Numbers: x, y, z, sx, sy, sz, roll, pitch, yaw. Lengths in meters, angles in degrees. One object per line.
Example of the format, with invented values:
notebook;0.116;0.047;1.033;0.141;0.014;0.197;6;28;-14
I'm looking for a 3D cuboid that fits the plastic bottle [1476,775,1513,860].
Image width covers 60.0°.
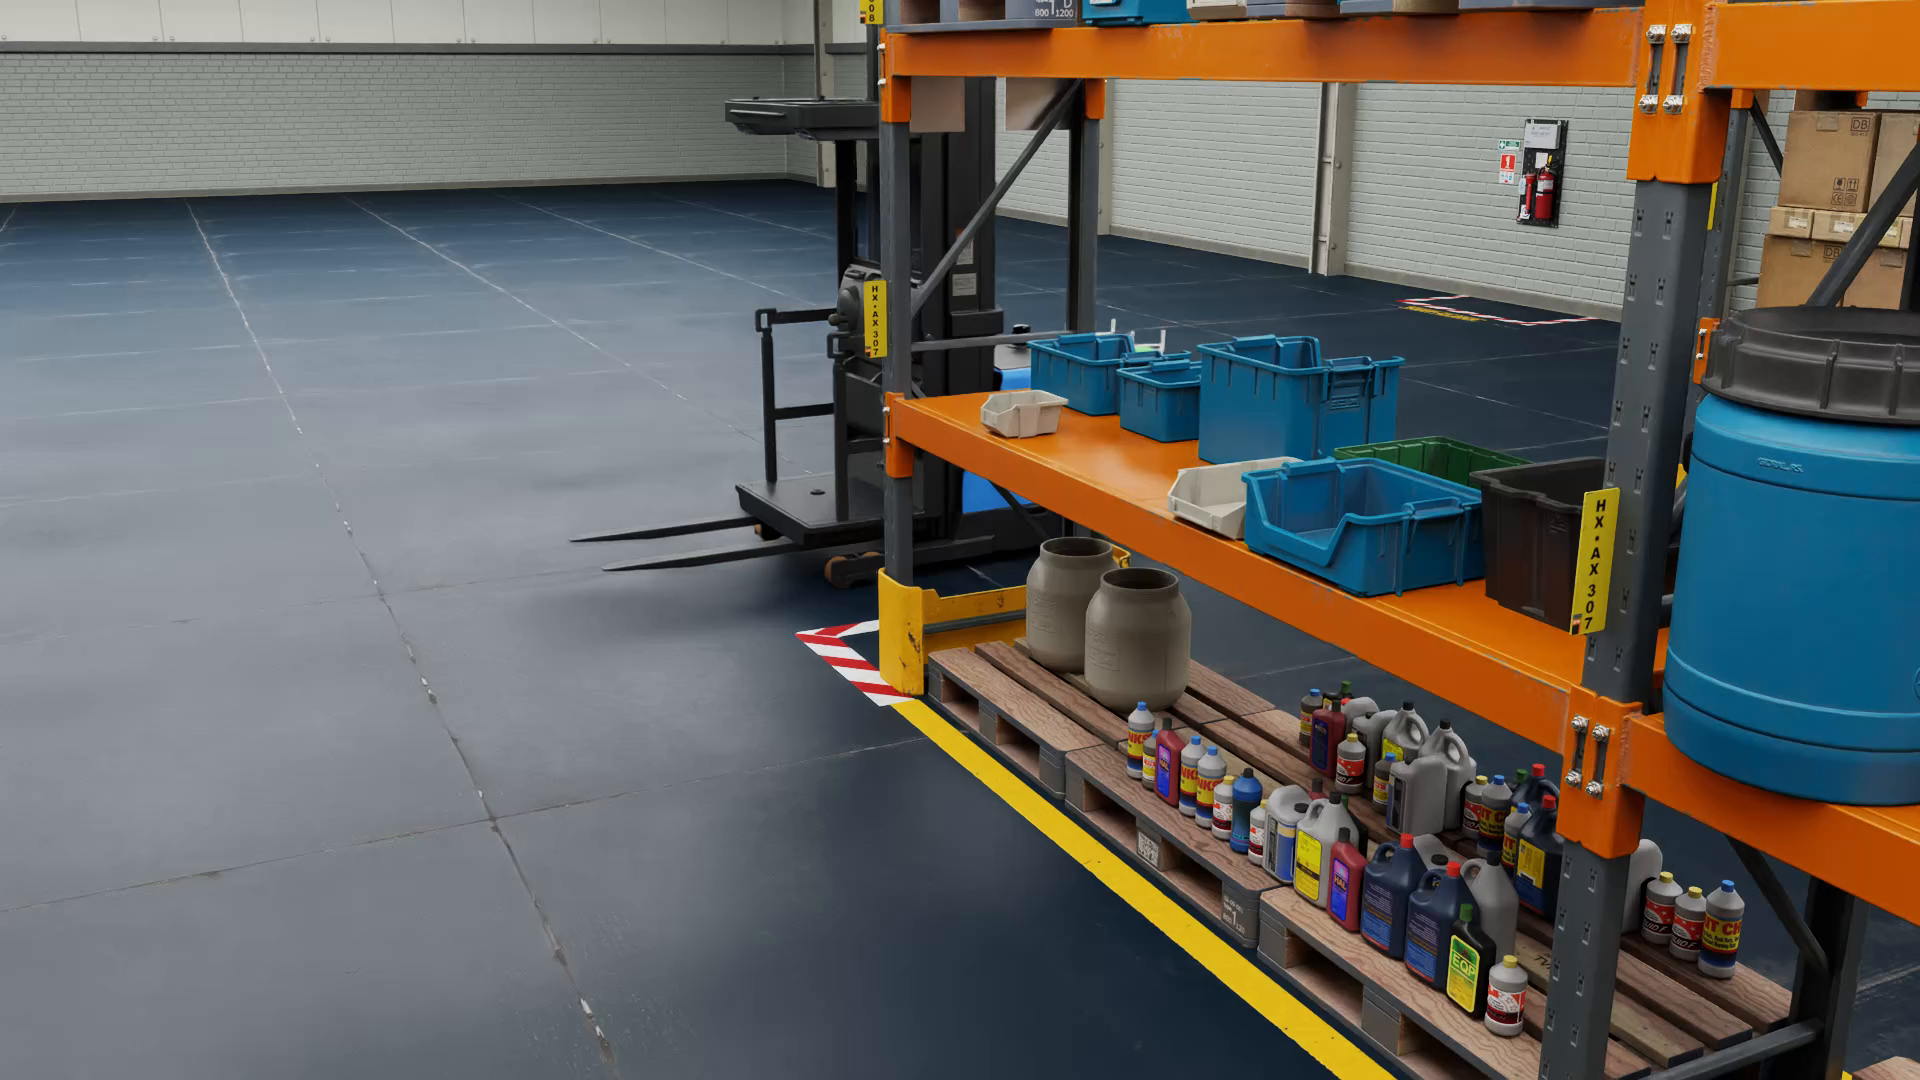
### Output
plastic bottle;1.728;0.889;5.363;0.097;0.271;0.097;0;16;0

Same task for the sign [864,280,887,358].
sign;-0.360;-0.941;7.091;0.100;0.325;0.005;-8;18;-25

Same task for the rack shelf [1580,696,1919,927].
rack shelf;2.765;0.960;2.272;1.077;0.370;4.000;-8;18;-25

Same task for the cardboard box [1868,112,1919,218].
cardboard box;5.042;-1.883;8.340;0.700;0.500;0.500;-8;18;-26

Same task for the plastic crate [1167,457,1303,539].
plastic crate;0.950;-0.127;5.234;0.530;0.136;0.437;-8;18;-25

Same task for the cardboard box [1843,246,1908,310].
cardboard box;5.018;-1.272;8.565;0.700;0.500;0.500;-7;17;-23

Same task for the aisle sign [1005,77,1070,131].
aisle sign;0.372;-2.177;7.186;0.394;0.787;0.004;-8;18;-25

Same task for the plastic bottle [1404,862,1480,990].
plastic bottle;1.348;1.055;4.641;0.144;0.351;0.185;-8;18;-26

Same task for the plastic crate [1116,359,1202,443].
plastic crate;0.904;-0.553;6.508;0.499;0.251;0.408;-8;18;-25

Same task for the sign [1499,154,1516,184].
sign;6.300;-4.274;19.140;0.001;0.329;0.234;-8;18;-25

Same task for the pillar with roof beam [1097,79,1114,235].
pillar with roof beam;-1.629;-8.828;24.201;9.100;9.000;0.400;-8;18;-25

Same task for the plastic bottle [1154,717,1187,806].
plastic bottle;0.734;0.766;5.770;0.061;0.283;0.133;-7;18;-24

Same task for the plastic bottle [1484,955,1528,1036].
plastic bottle;1.450;1.199;4.408;0.097;0.201;0.097;0;16;0

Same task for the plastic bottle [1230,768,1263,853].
plastic bottle;0.934;0.874;5.417;0.097;0.271;0.097;0;16;0

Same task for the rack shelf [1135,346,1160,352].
rack shelf;0.951;-1.087;9.832;0.258;0.148;0.480;-6;17;-30

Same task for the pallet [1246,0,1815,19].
pallet;1.485;-1.400;4.095;1.213;0.211;1.003;-8;18;-25

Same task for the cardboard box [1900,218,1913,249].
cardboard box;4.904;-1.518;8.245;0.380;0.149;0.250;-8;18;-26

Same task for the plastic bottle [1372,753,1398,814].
plastic bottle;1.469;0.829;5.701;0.097;0.201;0.097;0;16;0

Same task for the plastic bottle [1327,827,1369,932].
plastic bottle;1.155;1.005;4.939;0.061;0.283;0.133;-6;17;-21

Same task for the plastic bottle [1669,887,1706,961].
plastic bottle;2.099;1.095;4.774;0.097;0.201;0.097;0;16;0

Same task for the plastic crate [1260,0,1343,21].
plastic crate;1.243;-1.871;5.425;0.392;0.384;0.575;-8;18;-25

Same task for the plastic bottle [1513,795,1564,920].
plastic bottle;1.779;0.947;5.017;0.144;0.351;0.185;-8;18;-25

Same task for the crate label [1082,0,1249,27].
crate label;0.660;-1.740;5.207;0.502;0.251;0.408;-8;18;-25

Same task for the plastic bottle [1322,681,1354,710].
plastic bottle;1.403;0.650;6.176;0.061;0.283;0.133;-7;18;-24

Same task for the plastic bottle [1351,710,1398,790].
plastic bottle;1.482;0.727;5.921;0.152;0.276;0.135;-8;18;-26

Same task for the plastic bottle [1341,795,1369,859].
plastic bottle;1.203;0.941;5.160;0.061;0.283;0.133;-8;18;-25

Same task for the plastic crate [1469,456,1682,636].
plastic crate;1.774;0.003;4.415;0.767;0.338;0.504;-8;18;-25

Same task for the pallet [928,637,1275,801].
pallet;0.563;0.682;6.992;1.003;0.211;1.213;-8;18;-25

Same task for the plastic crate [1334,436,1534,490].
plastic crate;1.548;-0.151;5.222;0.450;0.188;0.662;-8;18;-25

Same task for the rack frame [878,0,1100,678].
rack frame;0.137;-0.874;7.357;1.000;3.000;0.127;-8;18;-25

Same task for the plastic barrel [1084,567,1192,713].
plastic barrel;0.713;0.399;6.673;0.421;0.512;0.421;0;16;0

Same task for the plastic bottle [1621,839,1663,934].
plastic bottle;1.977;1.007;4.944;0.152;0.276;0.135;-7;17;-23

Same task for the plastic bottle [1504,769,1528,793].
plastic bottle;1.791;0.869;5.410;0.061;0.283;0.133;-7;17;-22

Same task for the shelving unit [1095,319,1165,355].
shelving unit;0.933;-0.684;9.937;0.258;1.200;0.503;-6;17;-30

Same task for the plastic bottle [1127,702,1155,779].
plastic bottle;0.651;0.714;5.975;0.097;0.271;0.097;0;16;0

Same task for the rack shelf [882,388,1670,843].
rack shelf;1.013;-0.032;5.728;1.077;0.370;4.000;-8;18;-25

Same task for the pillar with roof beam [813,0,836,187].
pillar with roof beam;-6.886;-11.804;34.570;9.100;9.000;0.400;-8;18;-25

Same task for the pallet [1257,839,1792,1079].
pallet;1.632;1.287;4.883;1.003;0.211;1.213;-8;18;-25

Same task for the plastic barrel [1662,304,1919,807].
plastic barrel;1.786;0.010;3.370;0.600;0.901;0.708;-8;18;-25

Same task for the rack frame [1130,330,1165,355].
rack frame;1.058;-0.627;9.735;0.240;1.200;0.015;-6;17;-30

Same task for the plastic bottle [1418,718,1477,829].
plastic bottle;1.639;0.777;5.608;0.144;0.351;0.185;-8;18;-25

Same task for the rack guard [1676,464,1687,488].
rack guard;4.580;-0.276;9.805;1.175;0.500;0.348;-8;18;-25

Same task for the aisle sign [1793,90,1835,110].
aisle sign;4.826;-2.773;9.262;0.394;0.787;0.004;-8;18;-25

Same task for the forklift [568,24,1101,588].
forklift;-0.625;-1.320;9.037;3.031;2.935;1.130;-8;18;-27

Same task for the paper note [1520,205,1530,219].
paper note;6.434;-3.736;18.928;0.016;0.148;0.142;-8;18;-25

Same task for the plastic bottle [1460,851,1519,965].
plastic bottle;1.477;1.038;4.701;0.144;0.351;0.185;-8;18;-25

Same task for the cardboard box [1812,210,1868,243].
cardboard box;4.687;-1.643;8.680;0.380;0.149;0.250;-8;18;-26

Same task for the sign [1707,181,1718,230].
sign;4.089;-1.860;9.081;0.100;0.325;0.005;-8;18;-25

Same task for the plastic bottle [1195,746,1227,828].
plastic bottle;0.845;0.823;5.592;0.097;0.271;0.097;0;16;0

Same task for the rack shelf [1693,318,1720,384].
rack shelf;5.467;-0.630;7.811;1.077;0.370;4.000;-8;18;-25

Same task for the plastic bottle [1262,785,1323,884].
plastic bottle;1.055;0.923;5.238;0.152;0.276;0.135;-7;18;-24
